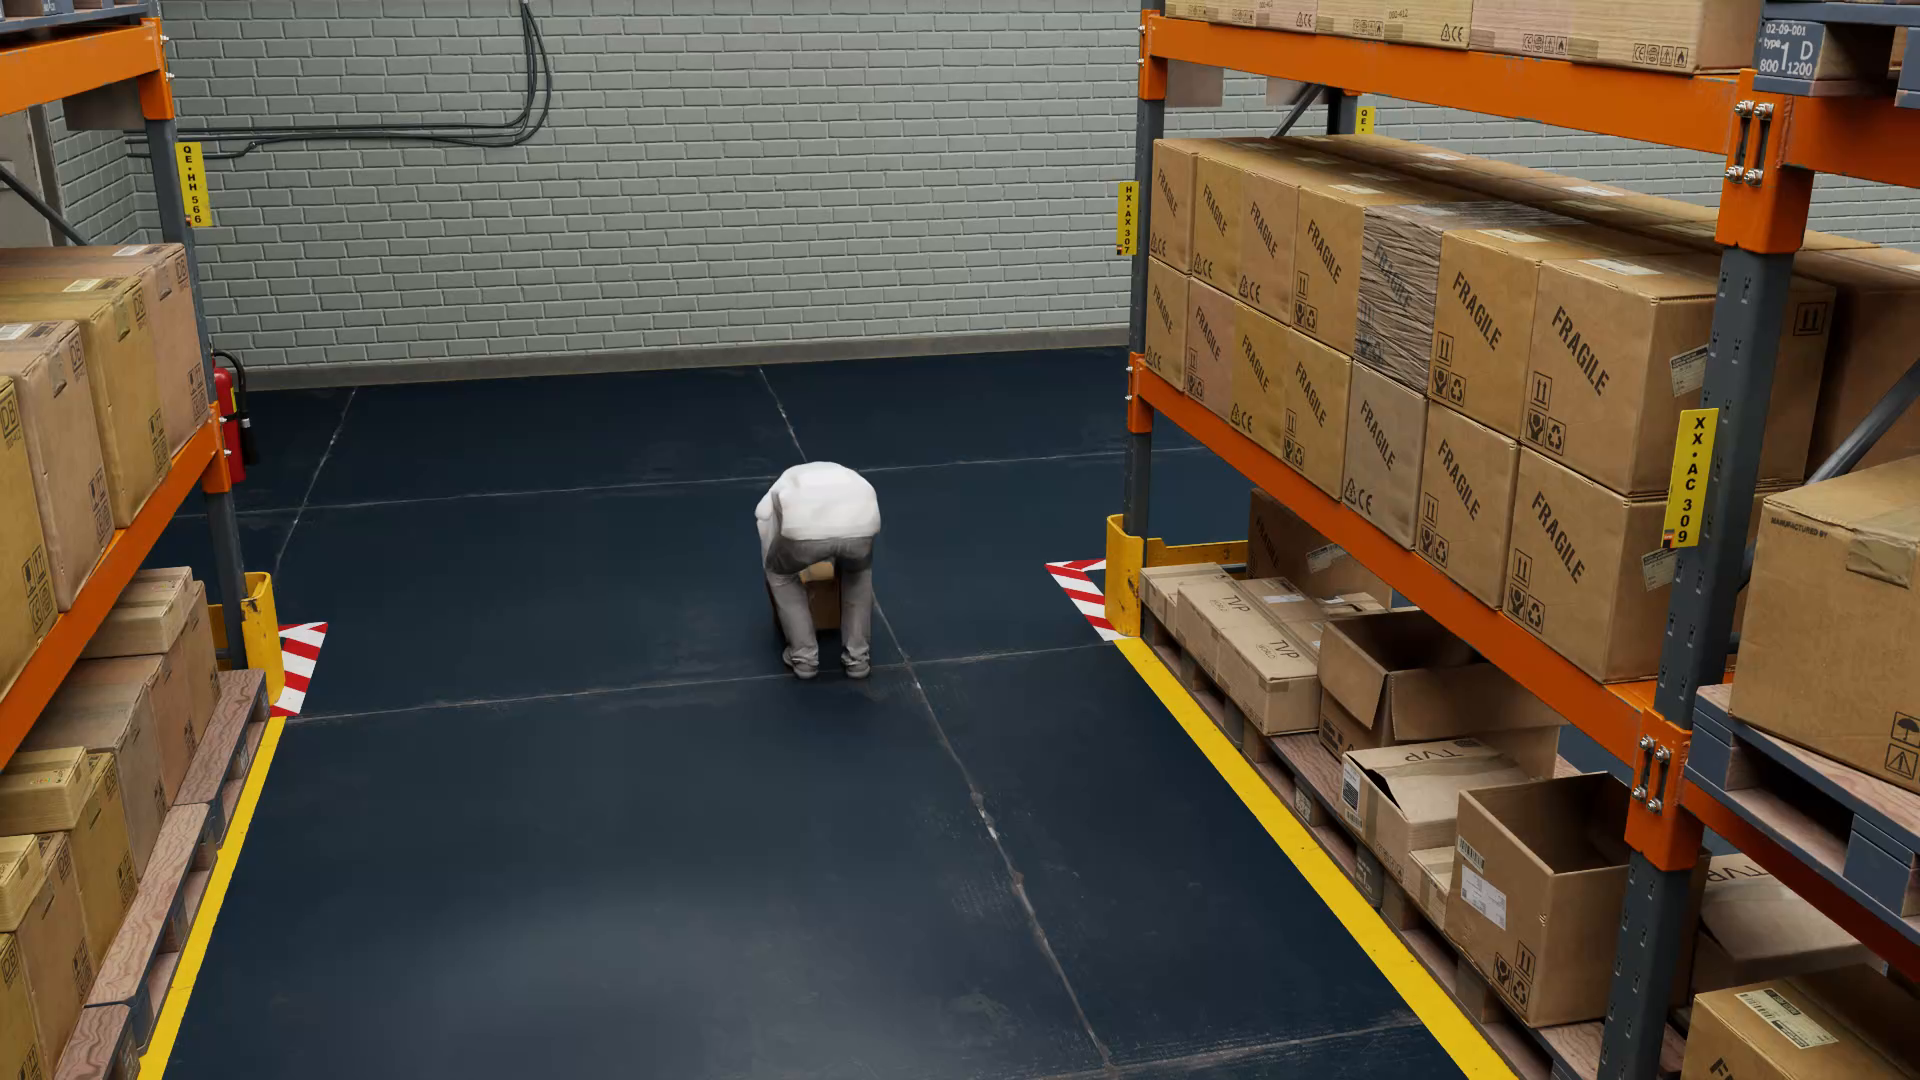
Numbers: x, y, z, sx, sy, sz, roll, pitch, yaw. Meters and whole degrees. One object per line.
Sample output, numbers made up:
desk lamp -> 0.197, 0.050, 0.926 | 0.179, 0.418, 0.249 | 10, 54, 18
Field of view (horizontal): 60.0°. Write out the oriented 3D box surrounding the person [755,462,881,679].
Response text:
person -> -0.653, 0.078, 7.527 | 0.502, 0.952, 0.973 | -5, 20, -15
